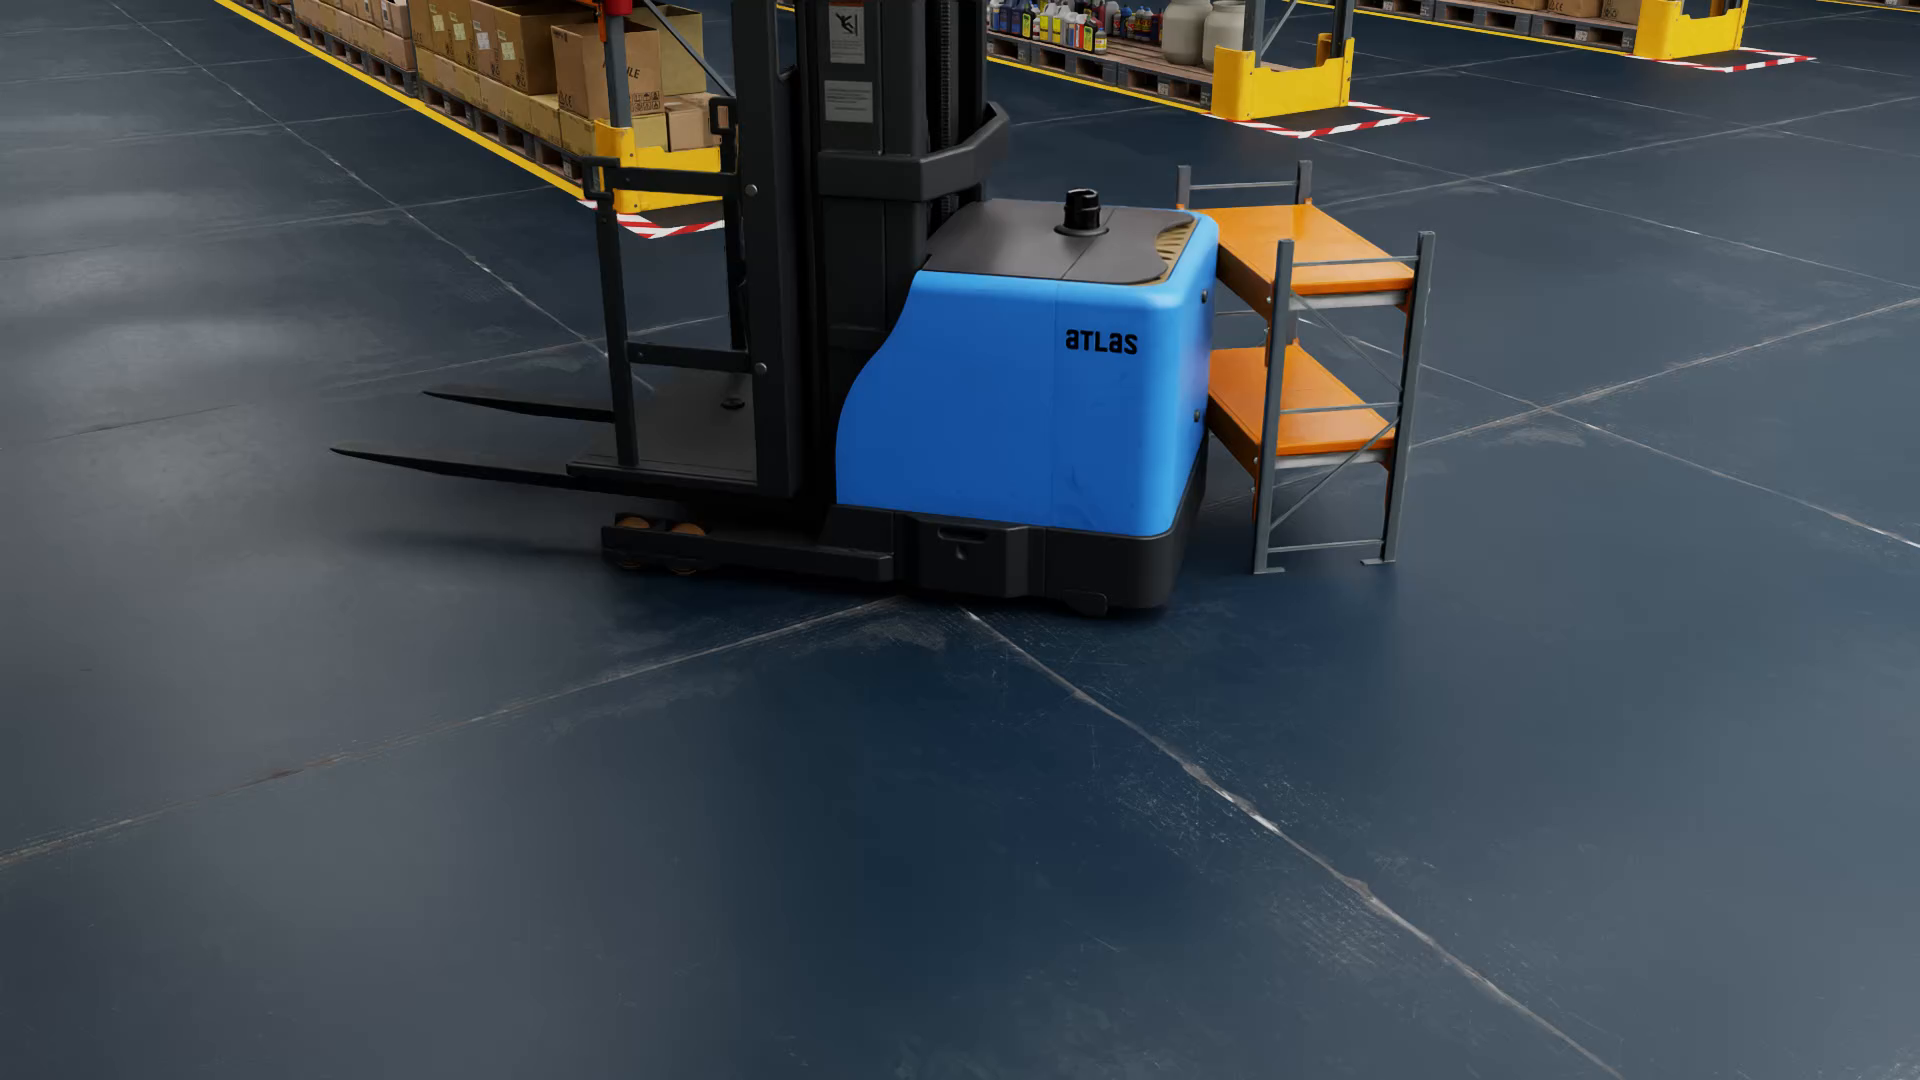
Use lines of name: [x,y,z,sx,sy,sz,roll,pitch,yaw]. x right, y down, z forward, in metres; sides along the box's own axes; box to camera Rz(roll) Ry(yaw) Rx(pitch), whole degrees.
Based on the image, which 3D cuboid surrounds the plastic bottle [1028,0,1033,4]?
plastic bottle: [0.563,-4.716,14.813,0.144,0.351,0.185,-16,29,-30]

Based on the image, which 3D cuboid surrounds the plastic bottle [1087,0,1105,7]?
plastic bottle: [1.223,-4.720,14.823,0.144,0.351,0.185,-16,29,-30]

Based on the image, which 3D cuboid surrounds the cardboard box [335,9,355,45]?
cardboard box: [-5.103,-4.487,14.470,0.500,0.250,0.500,-15,29,-29]

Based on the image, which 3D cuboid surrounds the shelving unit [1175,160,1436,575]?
shelving unit: [1.120,-0.632,5.772,0.538,1.125,1.048,-5,26,-10]

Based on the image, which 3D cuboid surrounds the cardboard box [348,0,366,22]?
cardboard box: [-4.824,-4.555,13.958,0.500,0.311,0.500,-16,29,-30]

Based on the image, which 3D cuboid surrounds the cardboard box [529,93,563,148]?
cardboard box: [-2.443,-2.728,10.744,0.500,0.250,0.500,-16,29,-30]

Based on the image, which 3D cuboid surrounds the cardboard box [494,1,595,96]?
cardboard box: [-2.720,-3.245,10.961,0.500,0.500,0.500,-16,29,-30]

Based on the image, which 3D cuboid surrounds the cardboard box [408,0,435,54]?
cardboard box: [-3.812,-3.960,12.476,0.500,0.500,0.500,-16,29,-30]

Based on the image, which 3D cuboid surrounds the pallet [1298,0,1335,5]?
pallet: [4.073,-6.238,18.716,1.003,0.211,1.213,-16,29,-30]

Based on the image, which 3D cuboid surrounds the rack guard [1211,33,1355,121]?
rack guard: [2.452,-3.521,12.624,1.175,0.500,0.348,-16,29,-30]

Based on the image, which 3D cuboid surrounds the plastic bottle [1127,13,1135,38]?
plastic bottle: [1.508,-4.484,14.498,0.097,0.201,0.097,0,25,0]

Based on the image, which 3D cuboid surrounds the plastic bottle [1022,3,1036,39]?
plastic bottle: [0.600,-4.515,14.468,0.061,0.283,0.133,-14,29,-27]

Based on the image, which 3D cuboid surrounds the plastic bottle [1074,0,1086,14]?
plastic bottle: [1.047,-4.836,15.067,0.144,0.351,0.185,-17,30,-32]

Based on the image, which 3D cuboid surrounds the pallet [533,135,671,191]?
pallet: [-2.072,-2.485,10.768,1.003,0.211,1.213,-16,29,-30]

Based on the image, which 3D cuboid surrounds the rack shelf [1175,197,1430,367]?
rack shelf: [1.120,-0.897,5.647,0.538,0.278,1.000,-5,26,-10]

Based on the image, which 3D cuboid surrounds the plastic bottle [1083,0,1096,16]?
plastic bottle: [1.151,-4.657,14.767,0.061,0.283,0.133,-16,29,-30]

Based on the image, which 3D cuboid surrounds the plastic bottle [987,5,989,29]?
plastic bottle: [0.267,-4.711,14.978,0.097,0.201,0.097,0,25,0]

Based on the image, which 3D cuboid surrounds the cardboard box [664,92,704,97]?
cardboard box: [-2.002,-2.851,11.004,0.500,0.250,0.500,-16,29,-30]

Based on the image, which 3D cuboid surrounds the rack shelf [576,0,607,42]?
rack shelf: [-2.711,-3.873,11.283,1.077,0.370,4.000,-16,29,-30]

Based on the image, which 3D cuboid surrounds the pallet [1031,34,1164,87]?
pallet: [1.351,-4.119,14.227,1.003,0.211,1.213,-16,29,-30]

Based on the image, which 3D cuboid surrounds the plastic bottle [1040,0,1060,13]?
plastic bottle: [0.821,-4.871,15.141,0.144,0.351,0.185,-16,29,-30]

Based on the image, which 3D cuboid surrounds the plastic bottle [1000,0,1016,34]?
plastic bottle: [0.442,-4.682,14.742,0.144,0.351,0.185,-15,29,-28]

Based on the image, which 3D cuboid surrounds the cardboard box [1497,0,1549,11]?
cardboard box: [5.675,-5.511,16.346,0.500,0.500,0.500,-13,28,-25]

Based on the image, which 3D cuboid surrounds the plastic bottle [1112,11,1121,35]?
plastic bottle: [1.396,-4.558,14.653,0.097,0.201,0.097,0,25,0]

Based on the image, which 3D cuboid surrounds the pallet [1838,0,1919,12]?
pallet: [10.391,-5.916,18.036,1.003,0.211,1.213,-16,29,-30]

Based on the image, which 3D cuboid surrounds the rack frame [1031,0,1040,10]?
rack frame: [0.349,-6.066,15.087,1.000,3.000,0.127,-16,29,-30]

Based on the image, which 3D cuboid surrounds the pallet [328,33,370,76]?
pallet: [-4.908,-4.344,14.704,1.003,0.211,1.213,-16,29,-30]

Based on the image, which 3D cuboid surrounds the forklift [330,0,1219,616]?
forklift: [-0.697,-1.420,5.326,3.031,2.935,1.130,7,26,13]

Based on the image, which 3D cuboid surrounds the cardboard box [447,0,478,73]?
cardboard box: [-3.266,-3.602,11.718,0.500,0.500,0.500,-16,29,-30]

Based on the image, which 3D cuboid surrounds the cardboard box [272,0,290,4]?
cardboard box: [-6.694,-5.692,16.707,0.500,0.500,0.500,-14,29,-28]

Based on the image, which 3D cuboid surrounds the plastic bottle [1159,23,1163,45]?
plastic bottle: [1.747,-4.327,14.165,0.097,0.201,0.097,0,25,0]

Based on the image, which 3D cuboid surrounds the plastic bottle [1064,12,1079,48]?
plastic bottle: [0.972,-4.304,14.028,0.152,0.276,0.135,-16,30,-31]

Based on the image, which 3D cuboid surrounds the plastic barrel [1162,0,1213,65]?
plastic barrel: [1.836,-4.097,13.338,0.421,0.512,0.421,0,25,0]

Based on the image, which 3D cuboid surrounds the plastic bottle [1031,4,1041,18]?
plastic bottle: [0.657,-4.535,14.523,0.097,0.271,0.097,0,25,0]

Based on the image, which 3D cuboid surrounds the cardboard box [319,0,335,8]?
cardboard box: [-5.377,-4.920,14.729,0.500,0.311,0.500,-16,30,-31]

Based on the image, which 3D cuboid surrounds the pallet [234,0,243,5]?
pallet: [-7.695,-6.232,18.703,1.003,0.211,1.213,-16,29,-30]

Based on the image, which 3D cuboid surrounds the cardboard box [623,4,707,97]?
cardboard box: [-2.000,-3.190,10.845,0.500,0.500,0.500,-16,29,-30]

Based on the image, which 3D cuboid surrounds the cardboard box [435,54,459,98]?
cardboard box: [-3.535,-3.443,12.259,0.500,0.250,0.500,-16,29,-30]

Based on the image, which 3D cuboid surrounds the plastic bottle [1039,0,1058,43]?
plastic bottle: [0.777,-4.462,14.277,0.144,0.351,0.185,-16,30,-30]

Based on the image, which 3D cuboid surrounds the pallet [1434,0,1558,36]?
pallet: [5.565,-5.291,16.710,1.003,0.211,1.213,-16,29,-30]

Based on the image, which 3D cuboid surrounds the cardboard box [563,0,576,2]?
cardboard box: [-2.543,-3.549,11.605,0.500,0.500,0.500,-16,29,-30]

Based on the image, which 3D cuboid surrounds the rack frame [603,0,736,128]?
rack frame: [-1.620,-3.483,9.614,1.000,3.000,0.127,-16,29,-30]

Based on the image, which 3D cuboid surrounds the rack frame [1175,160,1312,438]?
rack frame: [1.026,-0.846,6.223,0.500,1.125,0.032,-5,26,-10]

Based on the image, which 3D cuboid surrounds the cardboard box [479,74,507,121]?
cardboard box: [-2.989,-3.086,11.502,0.500,0.250,0.500,-16,29,-30]

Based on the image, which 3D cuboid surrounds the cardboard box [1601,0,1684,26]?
cardboard box: [6.356,-5.077,15.426,0.500,0.500,0.500,-10,27,-20]

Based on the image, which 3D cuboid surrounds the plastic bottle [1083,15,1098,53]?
plastic bottle: [1.084,-4.199,13.797,0.061,0.283,0.133,-15,29,-28]

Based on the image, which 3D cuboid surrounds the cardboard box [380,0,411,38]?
cardboard box: [-4.264,-4.191,13.187,0.500,0.311,0.500,-16,29,-30]

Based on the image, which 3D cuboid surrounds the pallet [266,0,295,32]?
pallet: [-6.363,-5.359,16.855,1.003,0.211,1.213,-16,29,-30]

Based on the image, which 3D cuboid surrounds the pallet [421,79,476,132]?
pallet: [-3.404,-3.358,12.616,1.003,0.211,1.213,-16,29,-30]

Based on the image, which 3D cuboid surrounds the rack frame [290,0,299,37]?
rack frame: [-5.987,-6.344,15.675,1.000,3.000,0.127,-16,29,-30]

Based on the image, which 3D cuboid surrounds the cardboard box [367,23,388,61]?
cardboard box: [-4.547,-4.122,13.697,0.500,0.250,0.500,-16,30,-30]

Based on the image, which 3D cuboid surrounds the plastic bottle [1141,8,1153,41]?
plastic bottle: [1.617,-4.445,14.332,0.097,0.271,0.097,0,25,0]

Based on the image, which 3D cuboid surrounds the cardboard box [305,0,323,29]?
cardboard box: [-5.672,-4.855,15.250,0.500,0.250,0.500,-16,30,-31]
